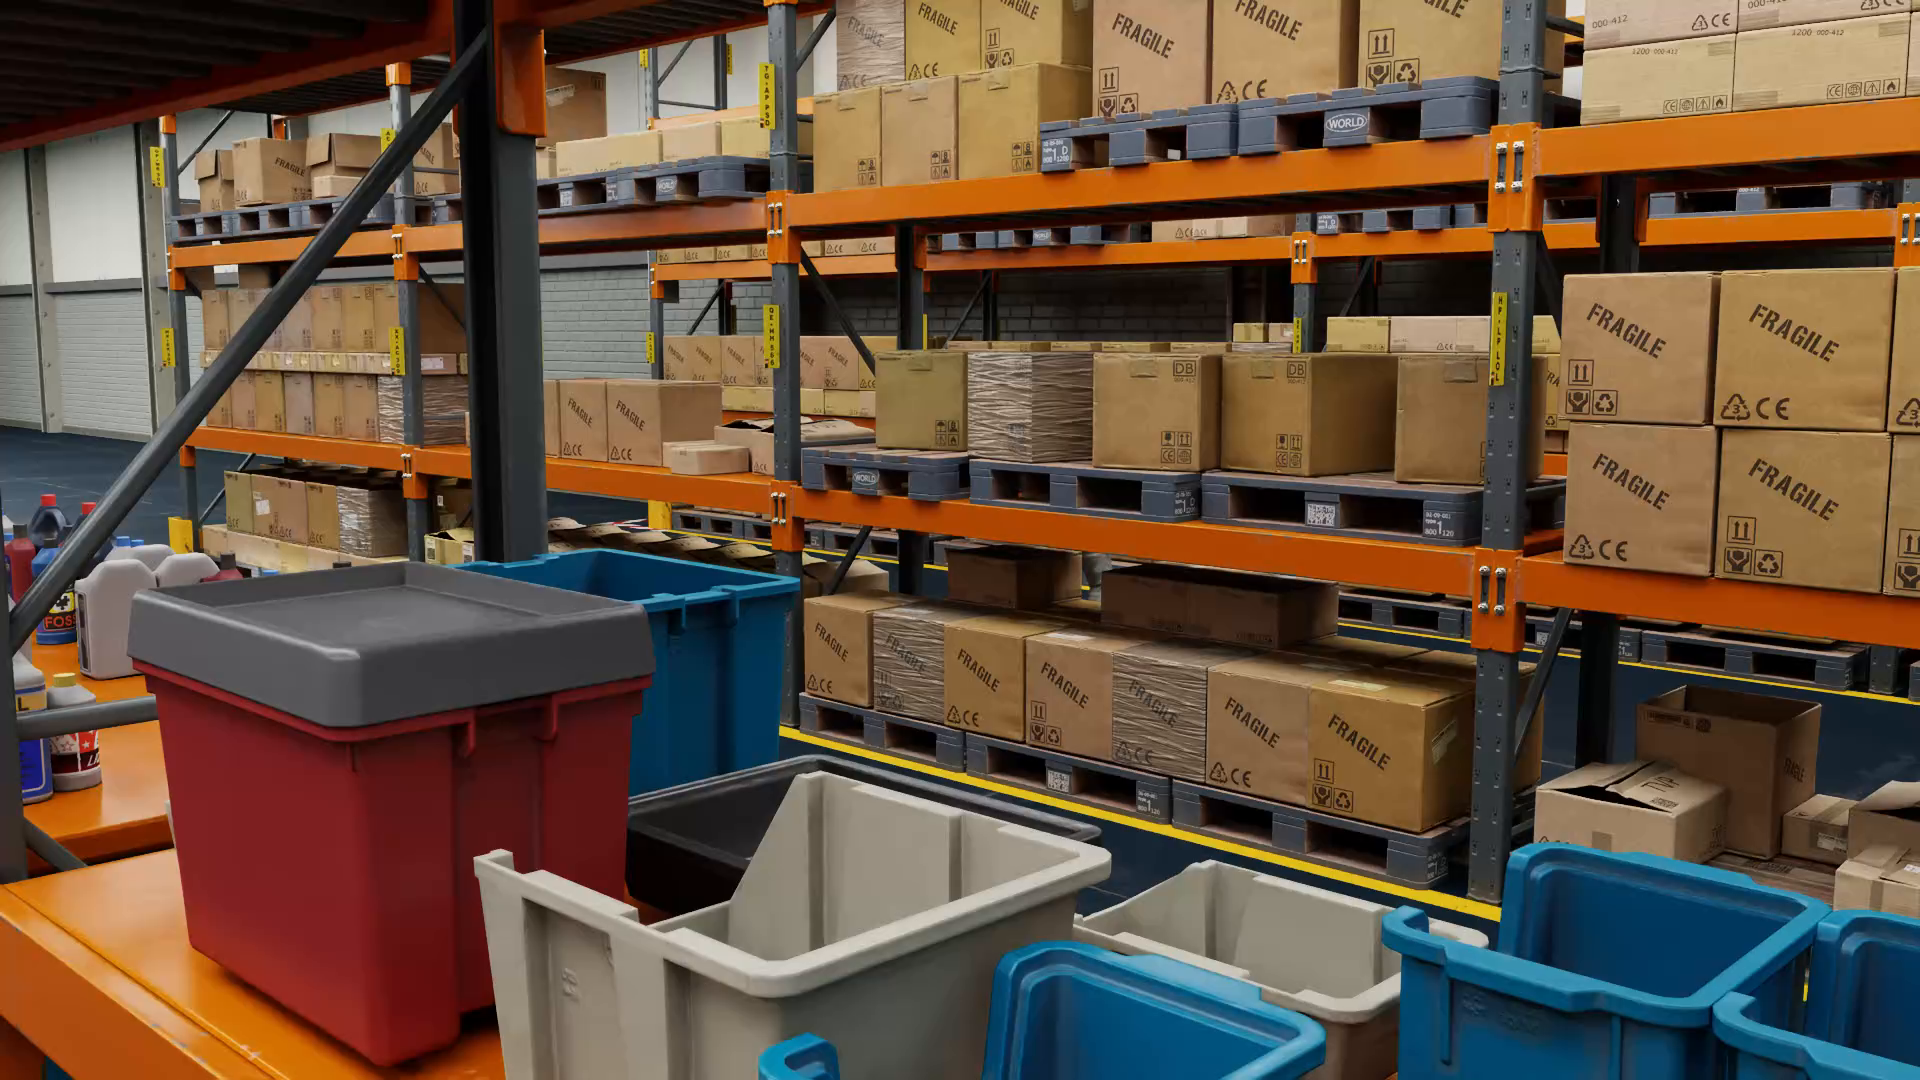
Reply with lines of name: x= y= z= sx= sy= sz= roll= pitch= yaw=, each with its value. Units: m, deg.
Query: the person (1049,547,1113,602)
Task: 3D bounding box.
person: x=0.792 y=-0.063 z=10.735 sx=0.538 sy=1.666 sz=0.465 roll=7 pitch=10 yaw=44
